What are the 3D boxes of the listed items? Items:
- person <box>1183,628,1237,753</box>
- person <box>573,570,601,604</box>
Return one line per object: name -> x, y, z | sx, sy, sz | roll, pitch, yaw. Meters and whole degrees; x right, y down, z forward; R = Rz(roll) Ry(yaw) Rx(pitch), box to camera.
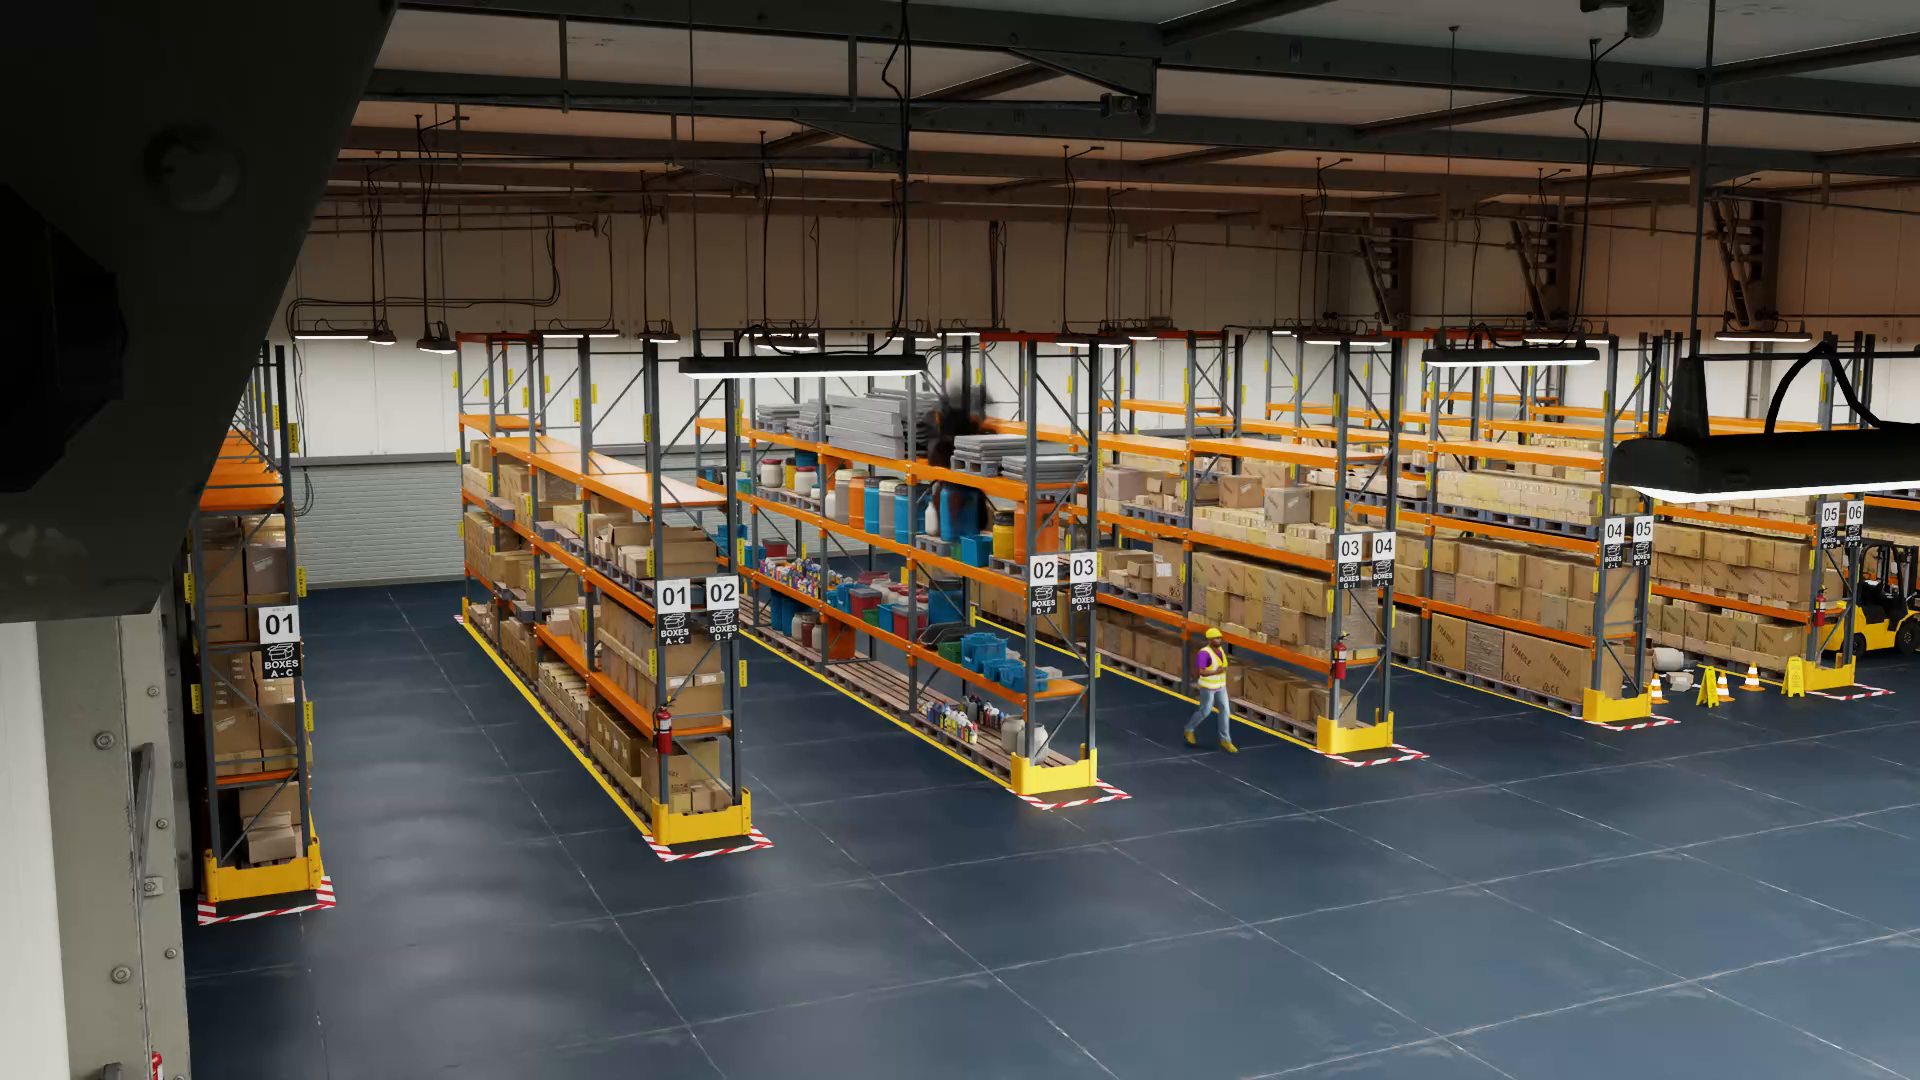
person -> 3.664, 2.165, 24.302 | 0.721, 1.794, 0.903 | -7, 10, -42
person -> -7.741, 0.874, 34.656 | 0.622, 1.647, 0.670 | -5, 9, -33
